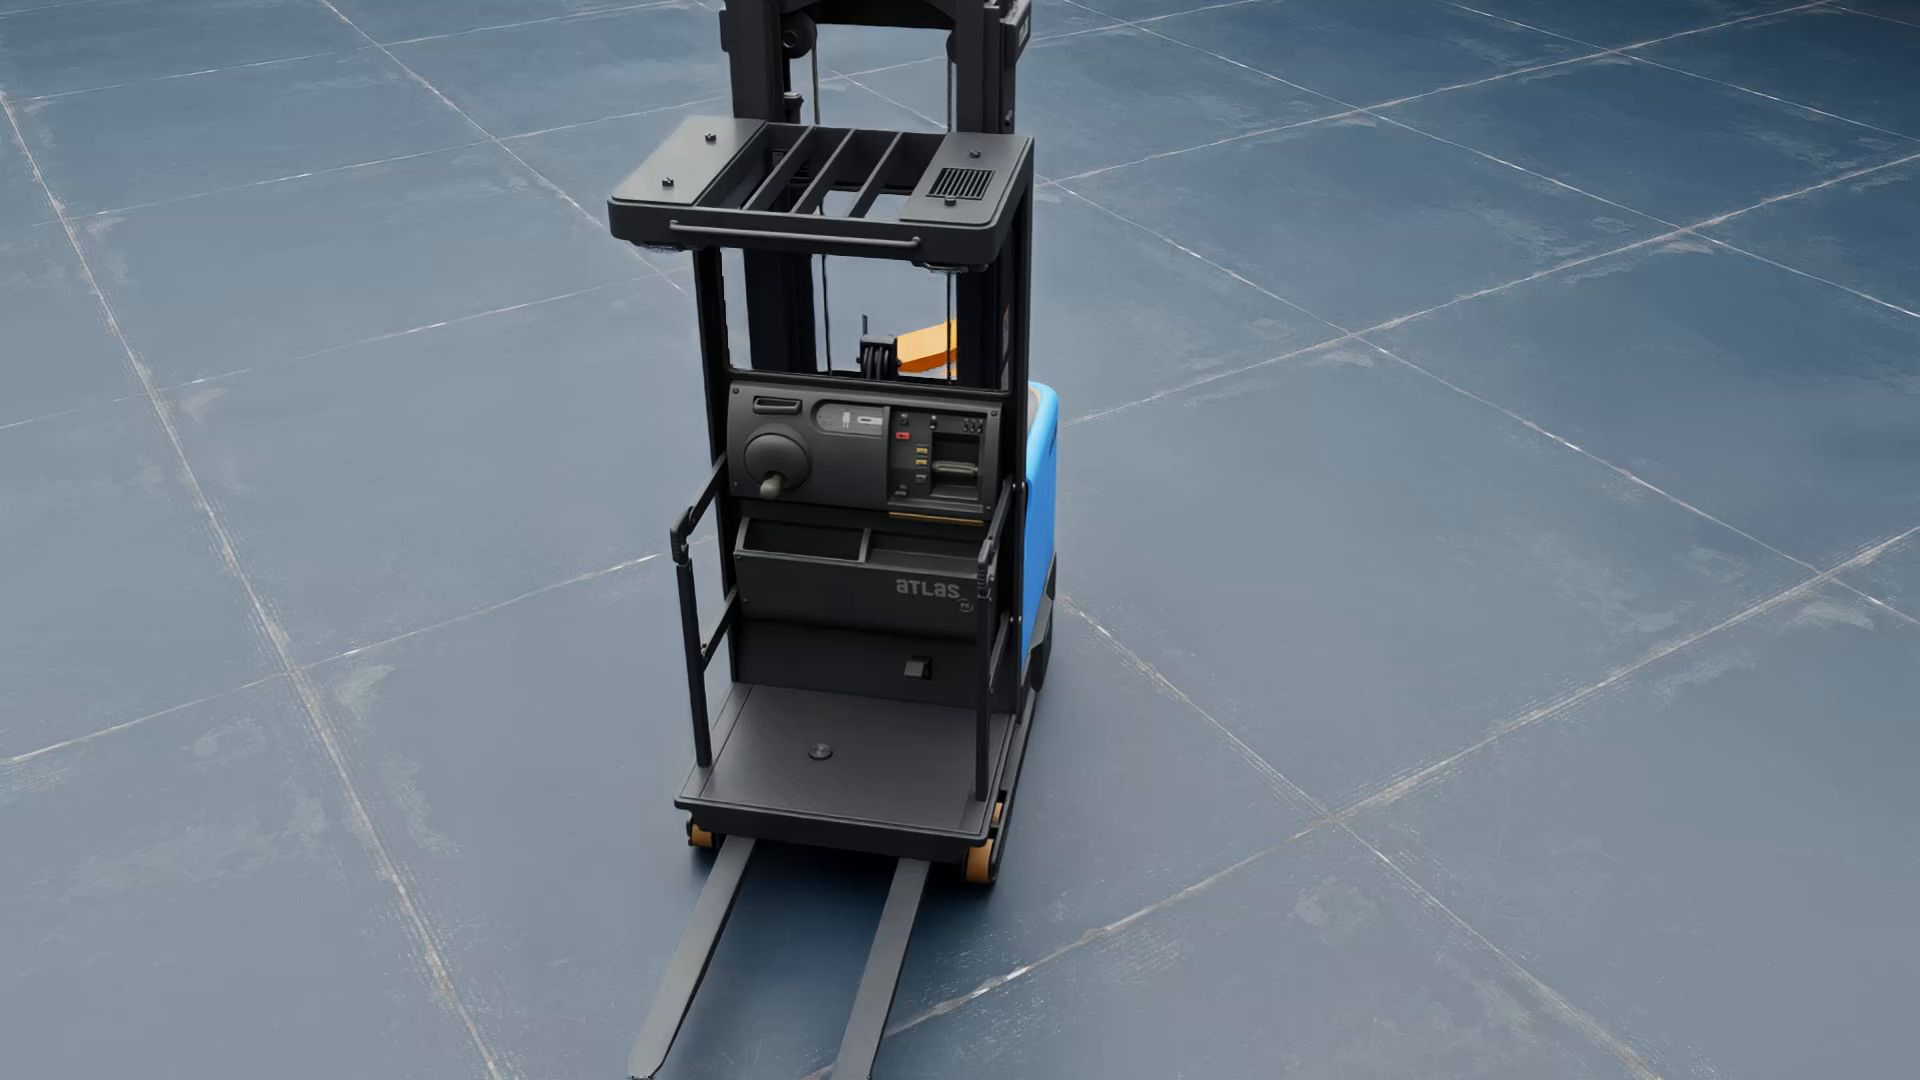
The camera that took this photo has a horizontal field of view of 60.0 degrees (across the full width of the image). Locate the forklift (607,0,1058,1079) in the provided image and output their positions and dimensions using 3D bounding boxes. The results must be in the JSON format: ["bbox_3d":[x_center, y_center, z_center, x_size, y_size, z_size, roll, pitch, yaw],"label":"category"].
[{"bbox_3d":[-0.363,-0.246,5.393,1.130,2.935,3.031,6,33,9],"label":"forklift"}]

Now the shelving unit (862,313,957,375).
[{"bbox_3d":[-0.136,-0.466,7.363,0.503,1.200,0.258,-18,37,-26],"label":"shelving unit"}]

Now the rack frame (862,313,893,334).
[{"bbox_3d":[-0.343,-0.397,7.255,0.015,1.200,0.240,-18,37,-26],"label":"rack frame"}]

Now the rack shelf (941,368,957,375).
[{"bbox_3d":[-0.136,-0.598,7.280,0.480,0.148,0.258,-18,37,-26],"label":"rack shelf"}]

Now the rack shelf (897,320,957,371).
[{"bbox_3d":[-0.136,-0.798,7.154,0.480,0.148,0.258,-18,37,-26],"label":"rack shelf"}]
